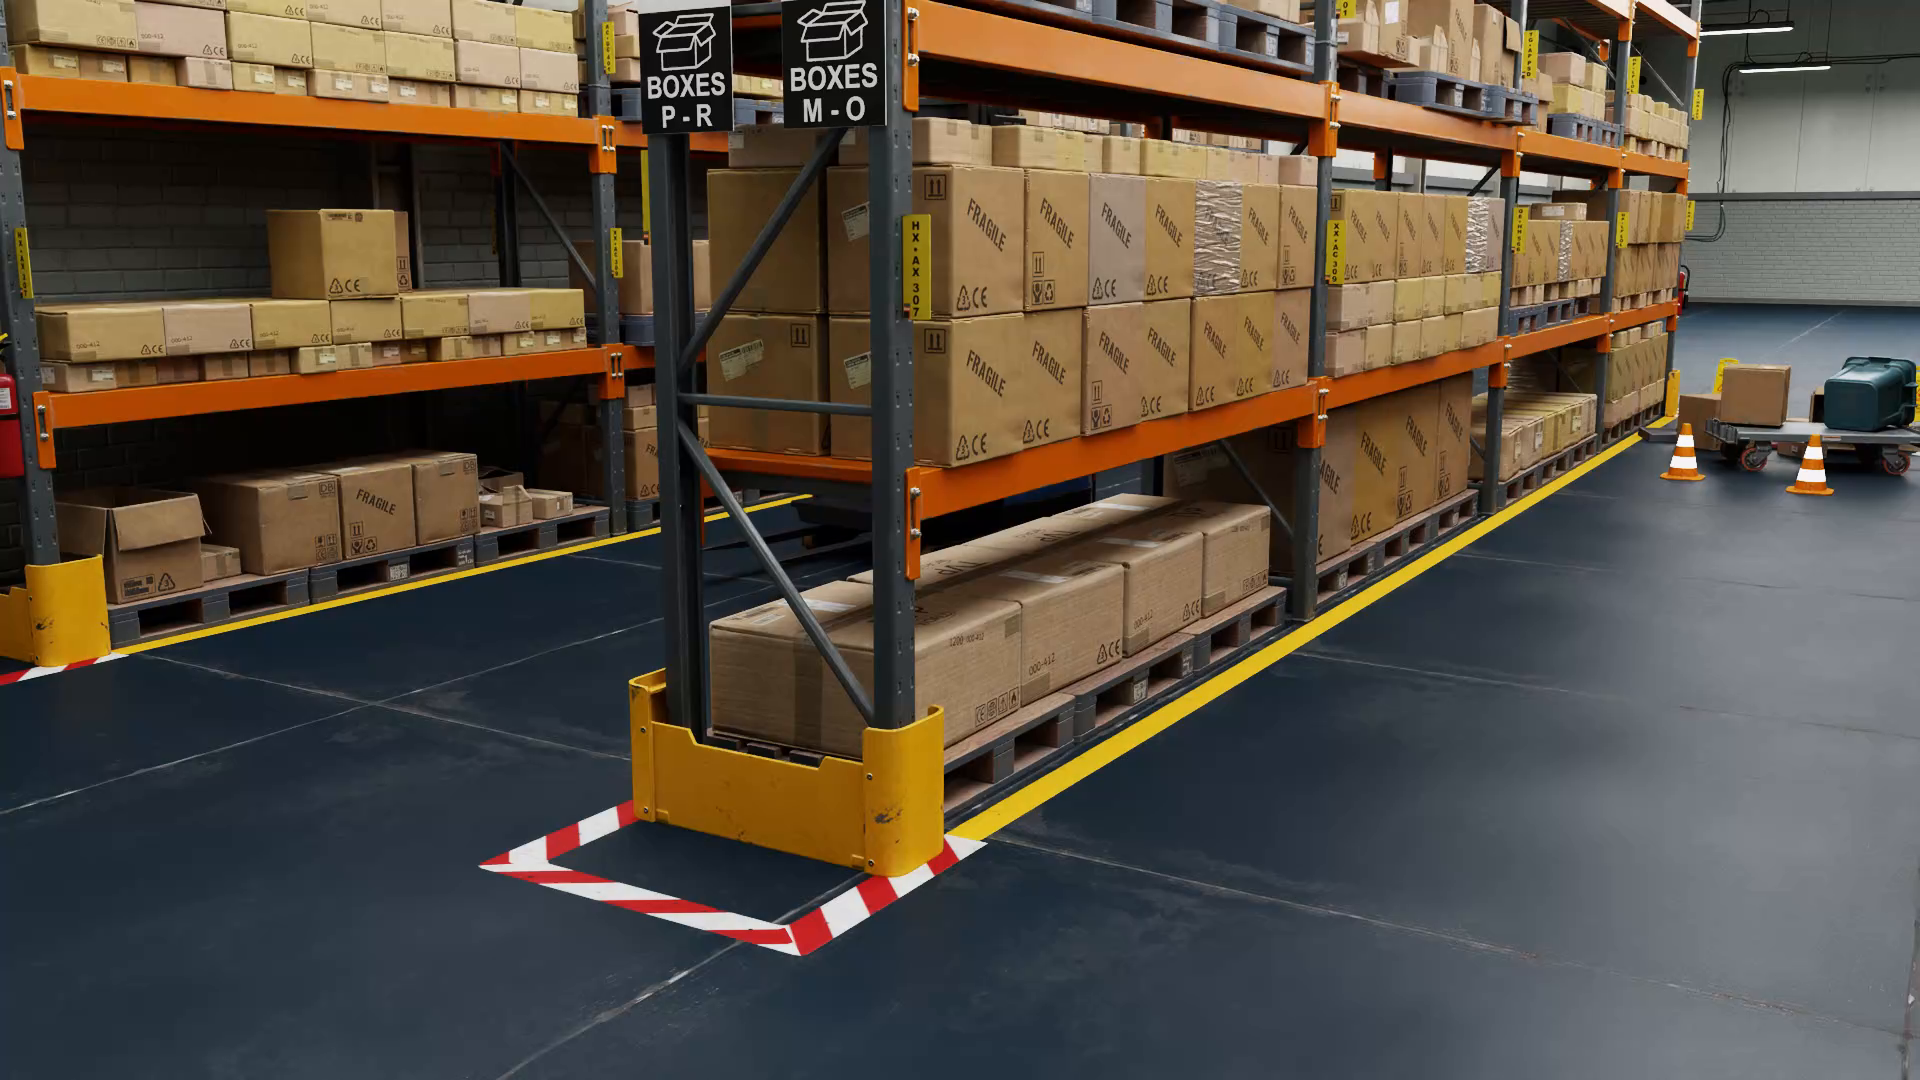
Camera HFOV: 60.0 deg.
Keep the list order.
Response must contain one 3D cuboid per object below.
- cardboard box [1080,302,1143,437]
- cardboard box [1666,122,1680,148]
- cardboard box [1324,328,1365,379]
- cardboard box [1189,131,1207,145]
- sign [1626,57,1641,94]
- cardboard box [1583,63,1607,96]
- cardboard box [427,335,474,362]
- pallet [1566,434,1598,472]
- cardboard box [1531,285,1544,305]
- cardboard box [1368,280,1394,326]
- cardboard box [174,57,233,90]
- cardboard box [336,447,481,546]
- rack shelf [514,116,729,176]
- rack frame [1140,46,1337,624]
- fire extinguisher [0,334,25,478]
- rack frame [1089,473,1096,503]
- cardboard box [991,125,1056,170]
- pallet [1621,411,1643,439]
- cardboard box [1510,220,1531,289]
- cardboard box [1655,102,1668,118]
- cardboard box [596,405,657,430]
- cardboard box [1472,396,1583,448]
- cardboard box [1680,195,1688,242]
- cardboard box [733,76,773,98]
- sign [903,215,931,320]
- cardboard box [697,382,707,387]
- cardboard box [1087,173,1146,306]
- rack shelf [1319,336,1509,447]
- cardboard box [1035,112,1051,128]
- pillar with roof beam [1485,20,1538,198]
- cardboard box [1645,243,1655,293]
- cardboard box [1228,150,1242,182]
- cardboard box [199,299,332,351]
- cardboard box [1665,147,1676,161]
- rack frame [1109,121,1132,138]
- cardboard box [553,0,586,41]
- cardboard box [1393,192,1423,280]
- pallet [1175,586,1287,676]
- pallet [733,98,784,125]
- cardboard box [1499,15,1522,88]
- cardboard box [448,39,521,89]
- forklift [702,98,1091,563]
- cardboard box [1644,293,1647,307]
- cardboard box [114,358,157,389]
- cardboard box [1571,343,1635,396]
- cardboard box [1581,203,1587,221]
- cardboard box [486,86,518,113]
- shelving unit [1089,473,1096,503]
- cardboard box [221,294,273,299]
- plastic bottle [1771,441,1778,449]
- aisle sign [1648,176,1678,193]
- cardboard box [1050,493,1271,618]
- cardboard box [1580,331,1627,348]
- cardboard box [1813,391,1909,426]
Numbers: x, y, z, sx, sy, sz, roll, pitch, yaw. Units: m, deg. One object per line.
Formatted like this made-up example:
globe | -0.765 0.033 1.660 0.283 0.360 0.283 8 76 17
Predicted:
cardboard box | 0.406 -0.707 6.720 0.500 0.500 0.500 6 12 30
cardboard box | 7.390 -4.328 17.784 0.500 0.250 0.500 6 12 30
cardboard box | 1.923 -1.048 9.224 0.500 0.250 0.500 6 12 29
cardboard box | 2.480 -4.887 19.475 0.797 0.503 0.637 7 13 33
sign | 6.099 -4.206 15.056 0.100 0.325 0.005 6 12 31
cardboard box | 5.431 -4.086 14.797 0.500 0.250 0.500 7 13 32
cardboard box | -3.223 -1.186 10.236 0.380 0.149 0.250 6 12 30
pallet | 5.220 -0.843 15.298 1.003 0.211 1.213 6 12 31
cardboard box | 4.391 -1.945 13.145 0.380 0.149 0.250 6 12 31
cardboard box | 2.186 -1.377 9.621 0.500 0.250 0.500 7 12 32
cardboard box | -4.009 -2.413 8.638 0.380 0.149 0.250 7 13 32
cardboard box | -3.437 -0.281 10.372 0.700 0.500 0.500 6 12 29
rack shelf | -1.737 -2.987 12.975 1.077 0.370 4.000 6 12 31
rack frame | 1.469 -1.078 8.975 1.000 3.000 0.127 6 12 31
fire extinguisher | -4.533 -0.634 7.827 0.296 0.674 0.183 6 12 31
rack frame | 0.906 -0.787 12.311 0.240 1.200 0.015 8 13 37
cardboard box | 0.122 -1.416 6.027 0.380 0.149 0.250 7 13 32
pallet | 6.574 -1.267 17.564 1.003 0.211 1.213 6 12 31
cardboard box | 3.978 -2.158 12.520 0.500 0.500 0.500 6 12 29
cardboard box | 7.009 -4.382 16.990 0.380 0.149 0.250 7 13 32
cardboard box | -2.361 -0.879 11.802 0.380 0.149 0.250 7 13 33
cardboard box | 4.982 -1.055 14.851 0.950 0.372 0.625 7 13 34
cardboard box | 7.621 -3.551 18.387 0.700 0.500 0.500 6 12 29
cardboard box | -1.612 -3.367 12.320 0.380 0.149 0.250 7 13 32
sign | -0.136 -0.859 5.240 0.100 0.325 0.005 6 12 31
cardboard box | -2.037 -1.178 13.399 0.380 0.149 0.250 6 12 28
cardboard box | 0.408 -1.201 6.646 0.500 0.500 0.500 6 12 30
rack shelf | 2.508 -1.039 10.722 1.077 0.370 4.000 6 12 31
cardboard box | 0.667 -4.093 16.198 0.380 0.149 0.250 6 12 30
pillar with roof beam | 15.348 -8.784 33.833 9.100 9.000 0.548 6 12 31
cardboard box | 6.847 -2.814 17.170 0.500 0.500 0.500 7 12 31
cardboard box | 1.098 -1.748 7.801 0.380 0.149 0.250 6 12 30
cardboard box | -3.864 -1.200 9.226 0.500 0.250 0.500 6 12 30
cardboard box | 7.485 -4.152 17.929 0.380 0.149 0.250 7 13 32
rack frame | 1.379 -5.759 17.674 1.000 3.000 0.127 6 12 31
cardboard box | -2.675 -3.563 11.431 0.396 0.266 0.258 6 12 30
cardboard box | 2.447 -1.822 9.959 0.500 0.500 0.500 6 12 29
pallet | 1.008 0.405 8.633 1.003 0.211 1.213 6 12 31
pallet | -1.840 -3.193 12.631 1.213 0.211 1.003 6 12 31
cardboard box | 3.479 -3.365 11.618 0.797 0.503 0.637 6 12 27
cardboard box | -3.072 -2.916 10.240 0.500 0.250 0.500 6 12 29
forklift | -0.386 -1.350 10.616 1.130 2.935 3.031 8 13 37
cardboard box | 6.840 -2.474 17.116 0.380 0.149 0.250 6 12 30
cardboard box | -4.354 -0.869 8.541 0.380 0.149 0.250 7 13 32
cardboard box | 6.428 -1.712 16.655 0.500 0.500 0.500 7 13 33
cardboard box | 5.229 -2.853 14.472 0.380 0.149 0.250 6 12 29
cardboard box | -2.986 -2.738 10.374 0.380 0.149 0.250 7 13 33
shelving unit | 0.756 -0.752 12.123 0.258 1.200 0.503 8 13 37
cardboard box | -4.038 -1.333 9.938 0.500 0.250 0.500 6 12 31
plastic bottle | 7.896 -0.916 16.093 0.133 0.061 0.283 9 14 40
aisle sign | 7.980 -4.225 18.721 0.394 0.787 0.004 6 12 31
cardboard box | 1.052 0.063 8.700 0.875 0.438 0.875 6 12 30
cardboard box | 6.276 -1.959 16.214 0.380 0.149 0.250 7 12 32
cardboard box | 8.951 -1.220 16.518 0.797 0.503 0.637 -2 11 -9
